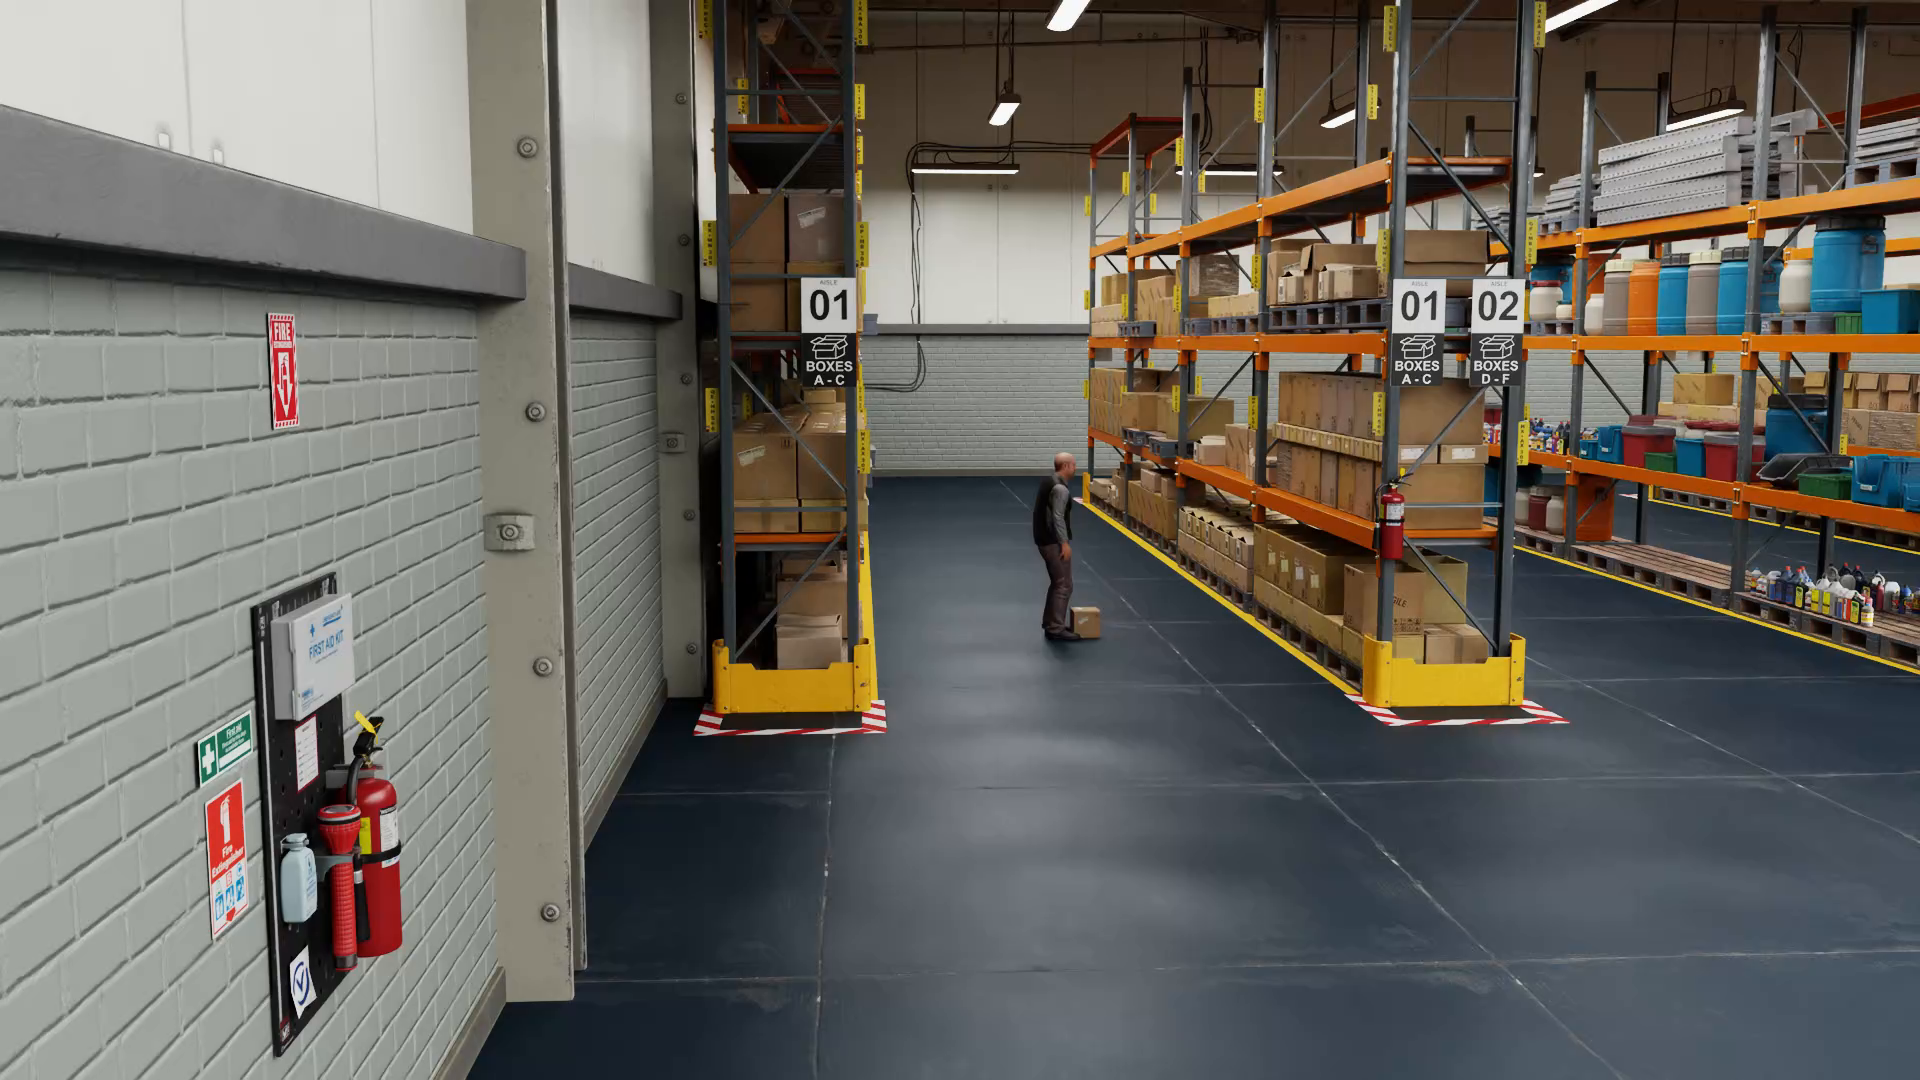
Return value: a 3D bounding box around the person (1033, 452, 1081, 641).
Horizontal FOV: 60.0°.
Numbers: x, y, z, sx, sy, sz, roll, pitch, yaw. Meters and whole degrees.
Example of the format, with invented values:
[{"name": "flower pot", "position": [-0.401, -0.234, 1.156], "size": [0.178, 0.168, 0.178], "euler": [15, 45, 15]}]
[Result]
[{"name": "person", "position": [0.893, 0.044, 15.469], "size": [0.412, 1.722, 0.591], "euler": [-1, 7, -6]}]
